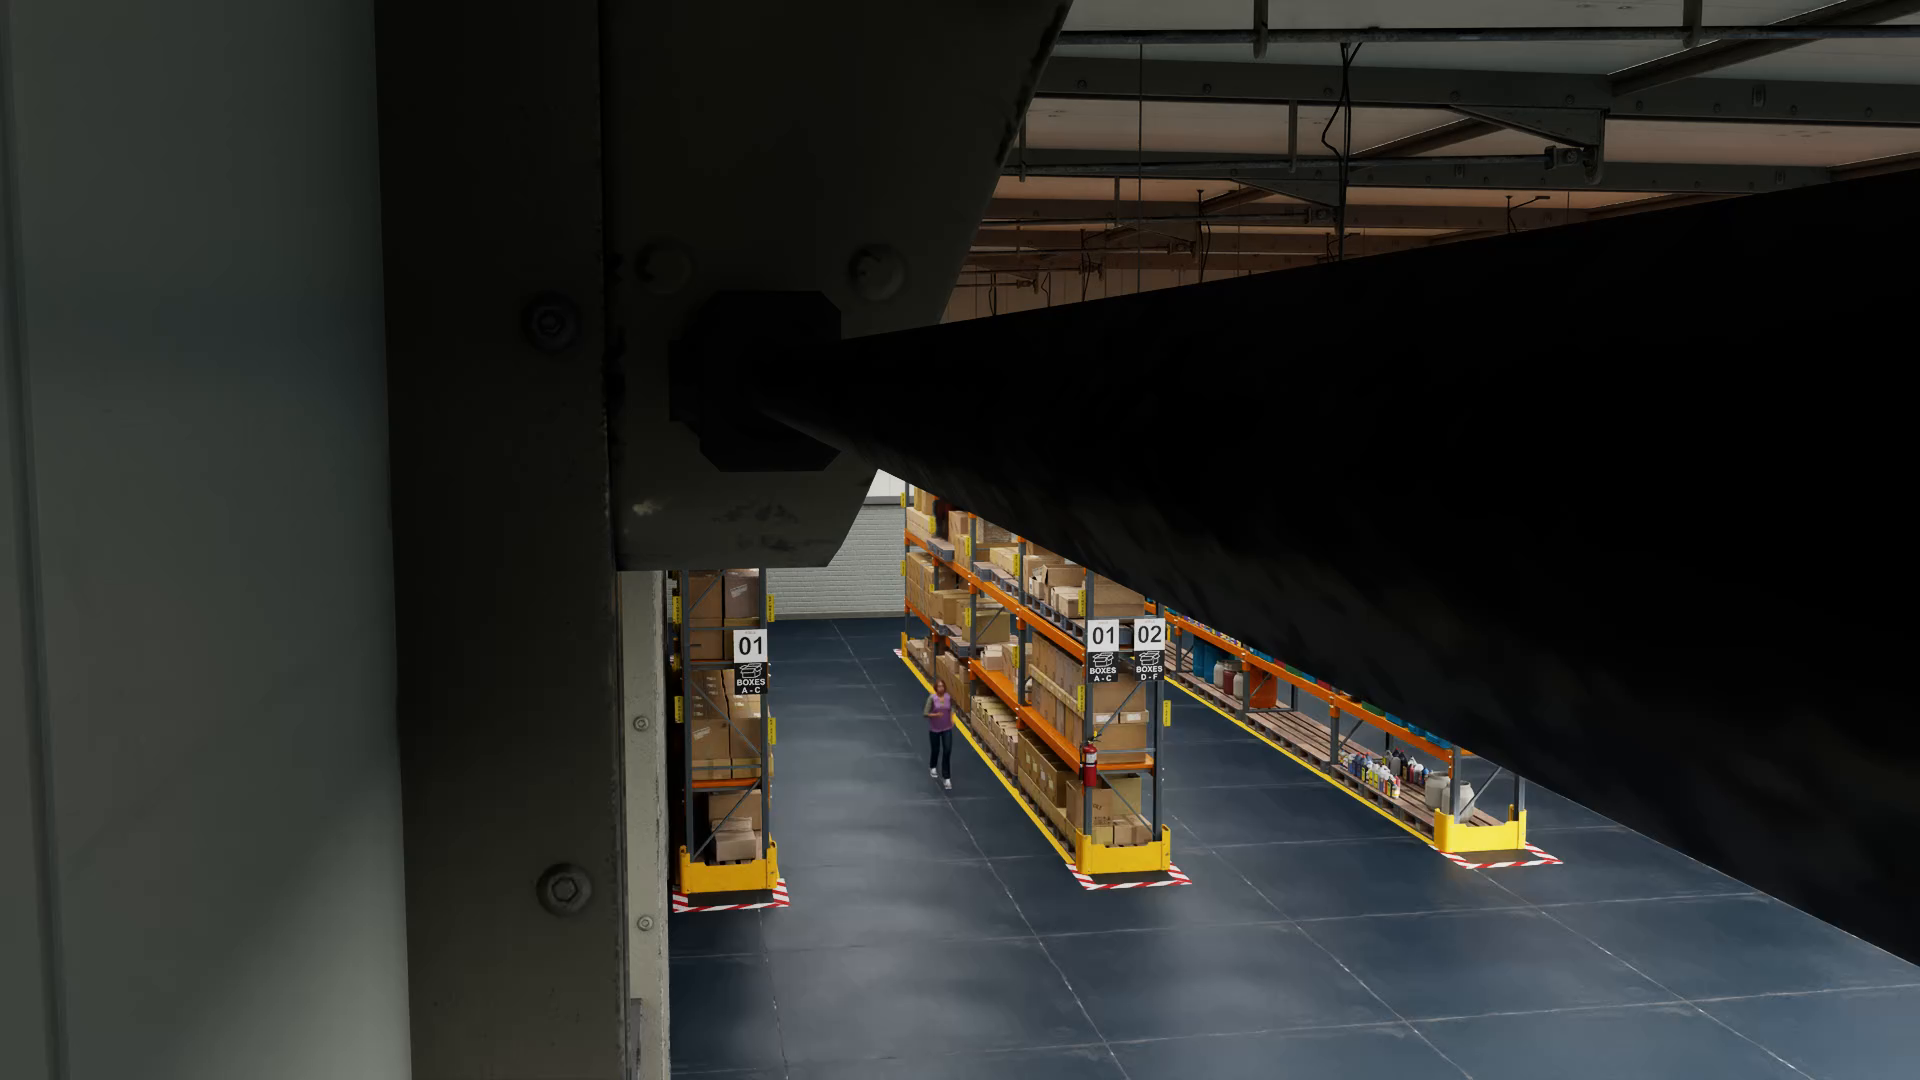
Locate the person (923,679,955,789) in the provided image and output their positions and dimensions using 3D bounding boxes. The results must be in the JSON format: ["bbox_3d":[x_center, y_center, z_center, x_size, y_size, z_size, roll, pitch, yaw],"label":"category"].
[{"bbox_3d":[-0.300,2.900,25.207,0.532,1.612,0.799,-1,6,-13],"label":"person"}]
